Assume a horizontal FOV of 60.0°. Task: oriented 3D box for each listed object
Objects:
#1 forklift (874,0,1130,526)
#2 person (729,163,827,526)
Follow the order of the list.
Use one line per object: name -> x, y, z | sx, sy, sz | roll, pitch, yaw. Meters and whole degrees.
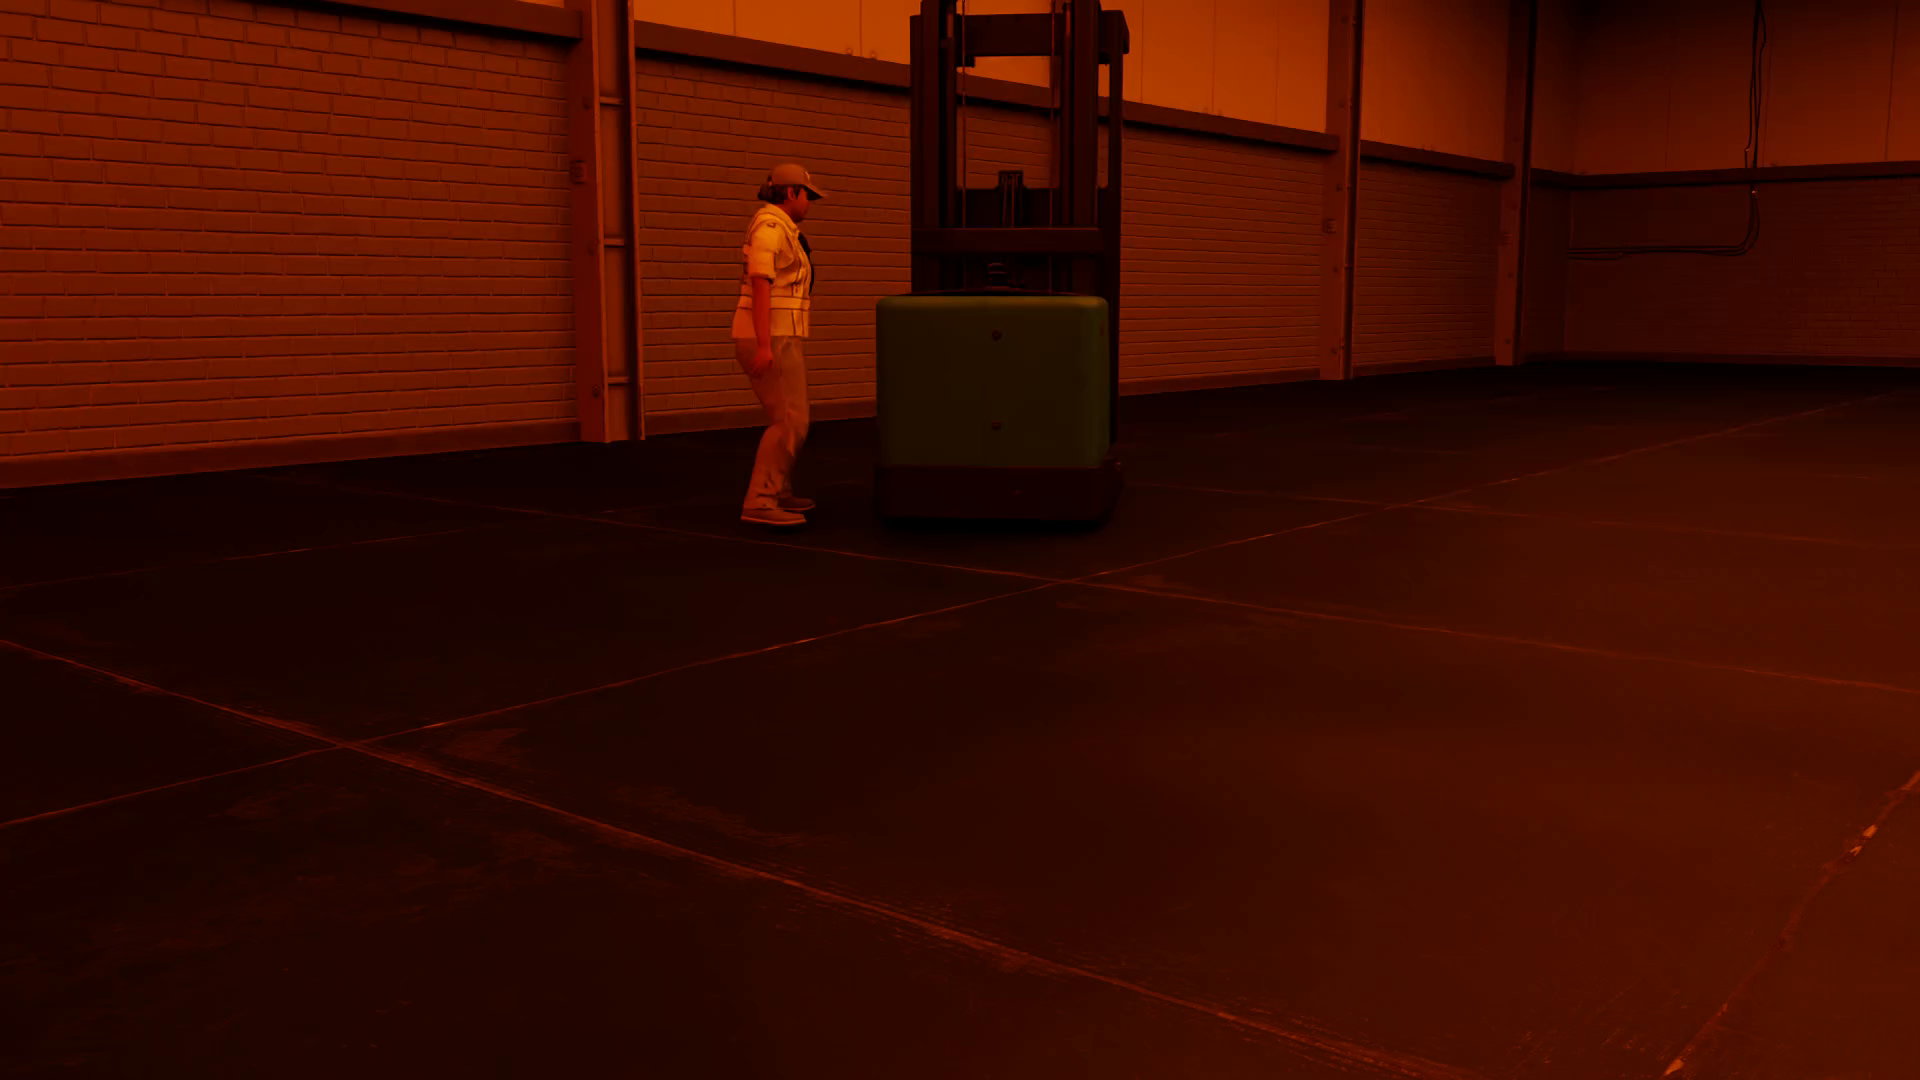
forklift -> 0.324, -1.693, 8.851 | 1.130, 2.935, 3.031 | 1, 8, 8
person -> -0.834, -0.903, 7.674 | 0.457, 1.638, 0.778 | -1, 8, -7
